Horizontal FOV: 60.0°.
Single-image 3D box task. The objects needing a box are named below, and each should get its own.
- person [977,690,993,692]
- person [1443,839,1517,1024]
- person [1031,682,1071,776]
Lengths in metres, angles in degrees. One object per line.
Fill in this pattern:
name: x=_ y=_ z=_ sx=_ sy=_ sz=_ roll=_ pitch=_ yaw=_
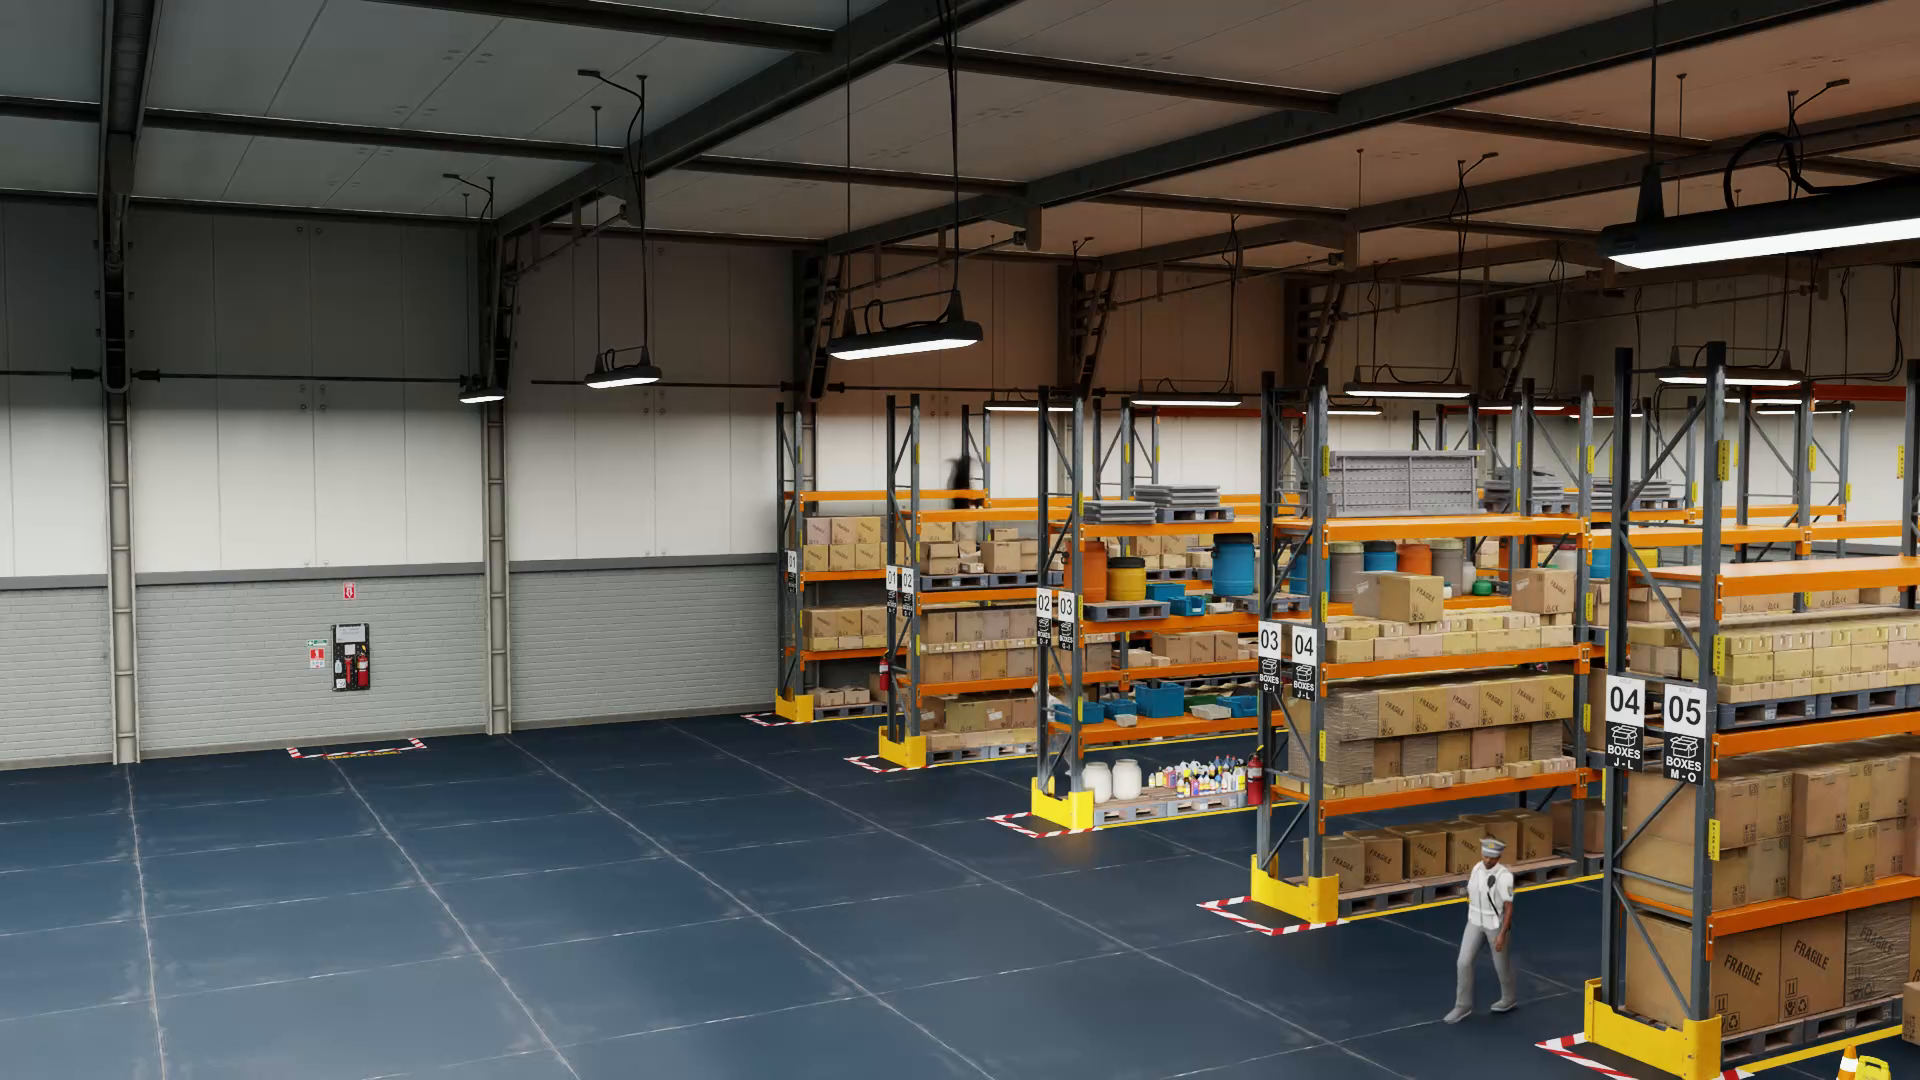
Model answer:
person: x=0.599 y=2.592 z=31.022 sx=0.664 sy=1.729 sz=0.612 roll=-3 pitch=4 yaw=-41
person: x=4.762 y=3.506 z=15.000 sx=0.800 sy=1.663 sz=0.509 roll=-3 pitch=4 yaw=-43
person: x=1.486 y=2.901 z=25.502 sx=1.101 sy=1.596 sz=0.657 roll=-3 pitch=4 yaw=-39
